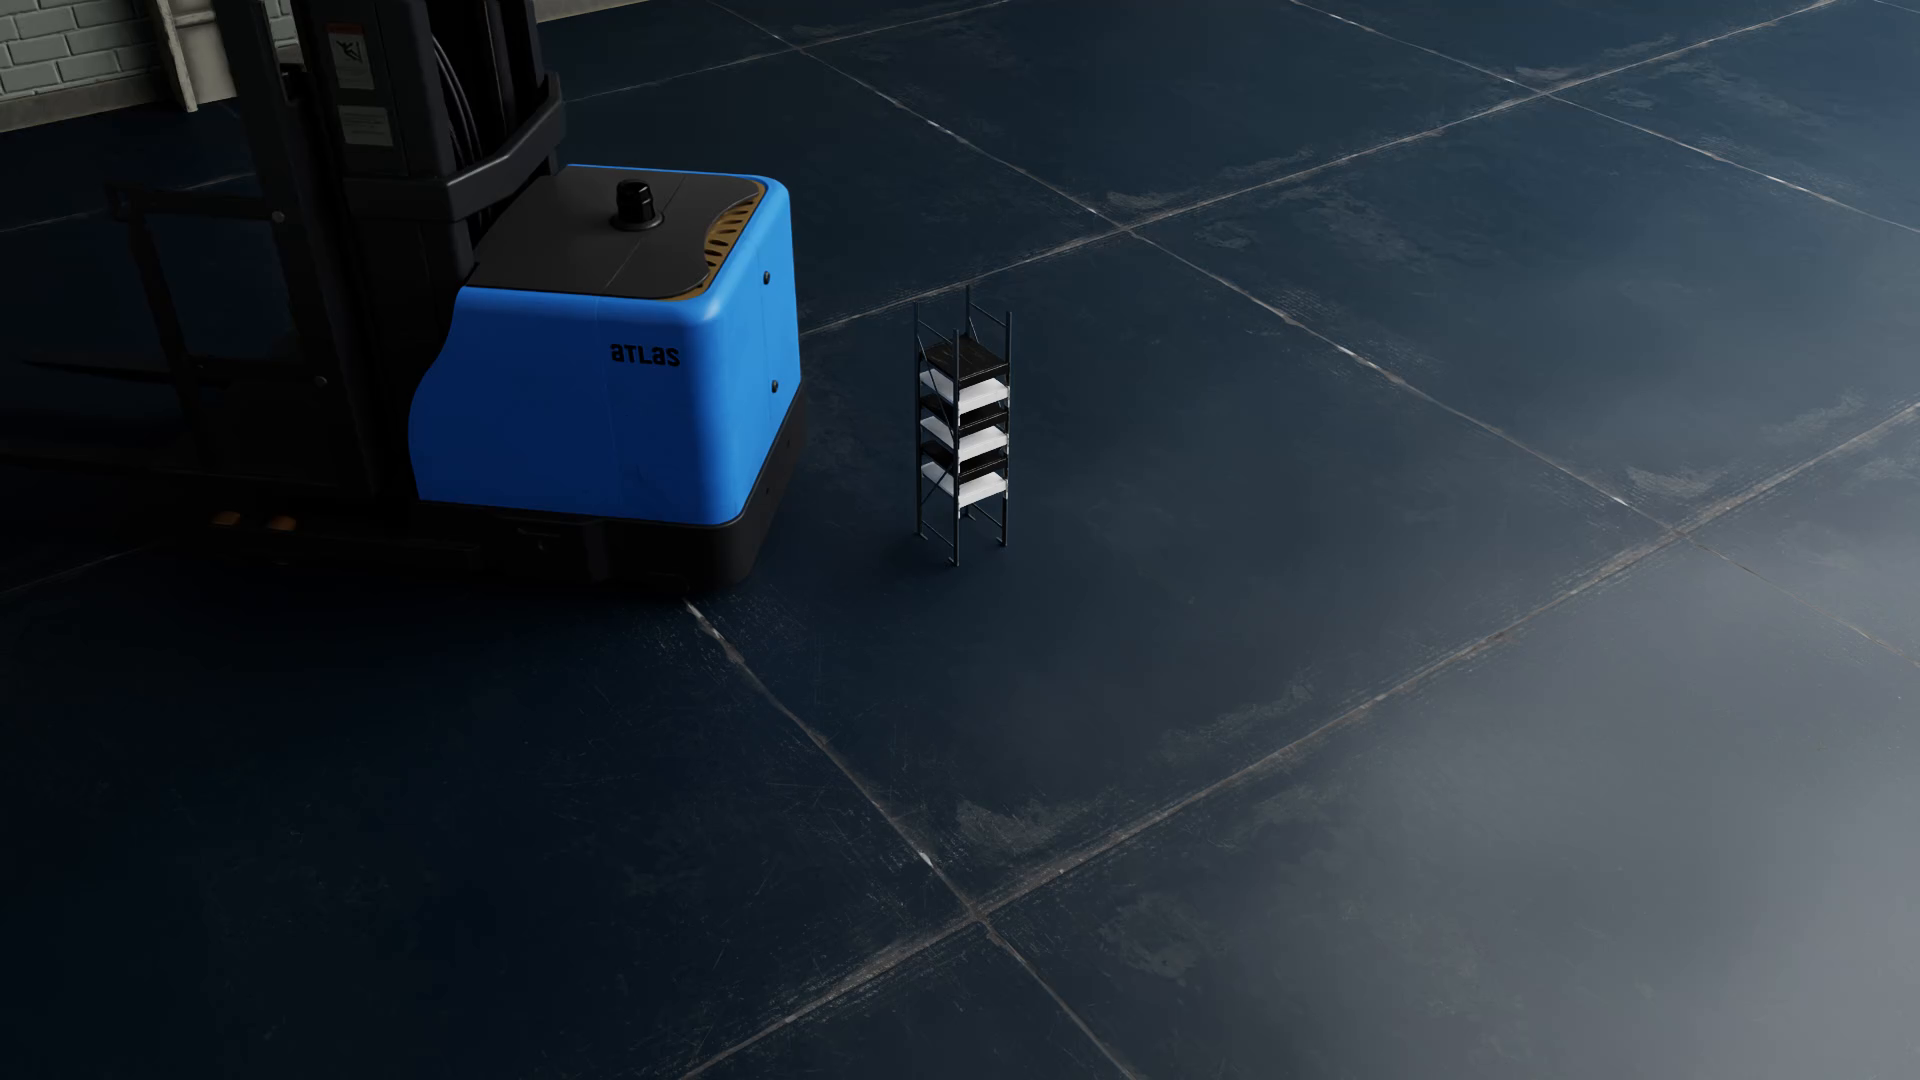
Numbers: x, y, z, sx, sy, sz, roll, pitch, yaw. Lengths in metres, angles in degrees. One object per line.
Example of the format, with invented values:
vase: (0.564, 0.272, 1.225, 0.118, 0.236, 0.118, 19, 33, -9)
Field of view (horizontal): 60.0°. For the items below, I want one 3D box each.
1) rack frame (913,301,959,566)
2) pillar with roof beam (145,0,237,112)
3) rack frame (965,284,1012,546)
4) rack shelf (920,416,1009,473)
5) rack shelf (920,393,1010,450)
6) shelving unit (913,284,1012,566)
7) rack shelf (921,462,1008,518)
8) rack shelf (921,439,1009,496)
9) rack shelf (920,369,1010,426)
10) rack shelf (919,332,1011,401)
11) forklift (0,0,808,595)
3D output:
rack frame: (-0.076, -0.334, 5.444, 0.006, 0.900, 0.240, -22, 41, -28)
pillar with roof beam: (-1.606, -4.039, 3.658, 0.400, 9.000, 9.100, -22, 41, -28)
rack frame: (0.090, -0.402, 5.539, 0.006, 0.900, 0.240, -22, 41, -28)
rack shelf: (0.007, -0.341, 5.511, 0.200, 0.077, 0.258, -22, 41, -28)
rack shelf: (0.007, -0.414, 5.458, 0.200, 0.077, 0.258, -22, 41, -28)
shelving unit: (0.007, -0.368, 5.491, 0.210, 0.900, 0.258, -22, 41, -28)
rack shelf: (0.007, -0.195, 5.616, 0.200, 0.077, 0.258, -22, 41, -28)
rack shelf: (0.007, -0.268, 5.563, 0.200, 0.077, 0.258, -22, 41, -28)
rack shelf: (0.007, -0.487, 5.405, 0.200, 0.077, 0.258, -22, 41, -28)
rack shelf: (0.007, -0.560, 5.353, 0.200, 0.077, 0.258, -22, 41, -28)
forklift: (-2.124, -1.403, 5.190, 3.031, 2.935, 1.130, 5, 36, 7)
